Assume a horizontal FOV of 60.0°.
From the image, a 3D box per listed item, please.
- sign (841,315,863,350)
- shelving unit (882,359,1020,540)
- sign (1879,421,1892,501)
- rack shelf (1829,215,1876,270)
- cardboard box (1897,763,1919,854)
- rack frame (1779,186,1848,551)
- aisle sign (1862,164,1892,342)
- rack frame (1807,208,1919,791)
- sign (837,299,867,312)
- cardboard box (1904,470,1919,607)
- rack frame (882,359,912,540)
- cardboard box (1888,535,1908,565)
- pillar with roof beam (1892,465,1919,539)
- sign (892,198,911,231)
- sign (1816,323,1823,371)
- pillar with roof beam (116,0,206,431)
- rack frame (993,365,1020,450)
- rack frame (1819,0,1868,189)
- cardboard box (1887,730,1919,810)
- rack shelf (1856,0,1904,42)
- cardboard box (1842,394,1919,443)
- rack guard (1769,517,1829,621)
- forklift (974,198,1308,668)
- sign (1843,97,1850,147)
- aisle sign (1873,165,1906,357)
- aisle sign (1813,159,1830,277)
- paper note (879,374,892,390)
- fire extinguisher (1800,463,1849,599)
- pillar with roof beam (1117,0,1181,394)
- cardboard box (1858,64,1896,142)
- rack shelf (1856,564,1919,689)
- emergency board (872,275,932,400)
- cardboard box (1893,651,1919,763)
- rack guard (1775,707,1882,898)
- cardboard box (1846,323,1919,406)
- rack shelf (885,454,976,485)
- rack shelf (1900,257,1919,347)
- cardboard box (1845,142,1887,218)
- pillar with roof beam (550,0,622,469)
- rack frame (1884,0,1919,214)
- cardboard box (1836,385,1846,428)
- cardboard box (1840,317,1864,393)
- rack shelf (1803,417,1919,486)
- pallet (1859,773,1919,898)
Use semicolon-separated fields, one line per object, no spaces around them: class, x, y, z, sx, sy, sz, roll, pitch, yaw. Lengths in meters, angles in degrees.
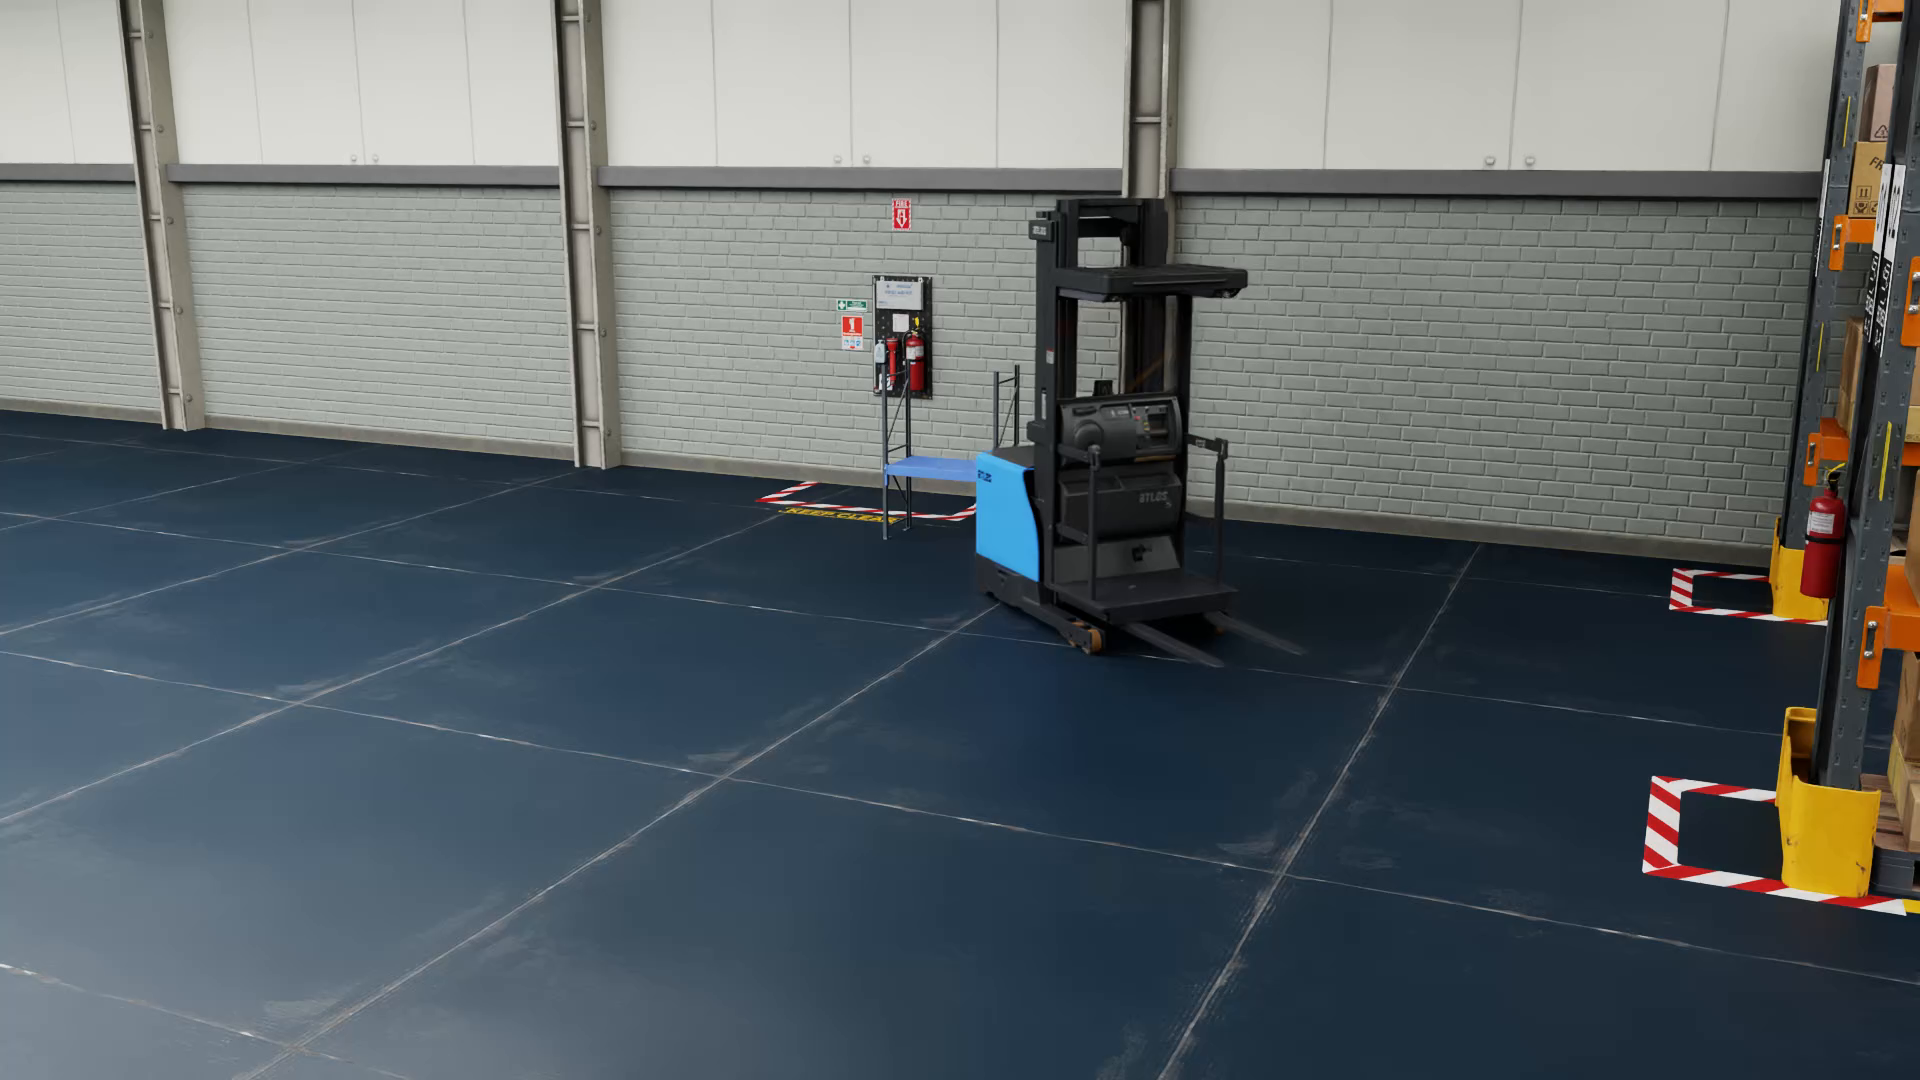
sign;-1.051;-2.022;16.229;0.234;0.329;0.001;6;14;23
shelving unit;-0.078;-0.738;14.117;1.048;1.500;0.538;6;14;23
sign;3.919;-0.334;7.045;0.005;0.325;0.100;6;14;23
rack shelf;7.981;-1.950;11.006;4.000;0.370;1.077;6;14;23
cardboard box;4.550;1.241;7.501;0.500;0.250;0.500;6;14;23
rack frame;6.152;-1.025;12.055;0.127;3.000;1.000;6;14;23
aisle sign;4.208;-1.323;7.635;0.004;0.787;0.394;6;14;23
rack frame;4.149;0.010;7.644;0.127;3.000;1.000;6;14;23
sign;-1.050;-2.278;16.159;0.331;0.109;0.001;6;14;23
cardboard box;4.571;0.008;7.438;0.500;0.500;0.700;6;14;23
rack frame;-0.543;-0.785;14.318;0.032;1.500;0.500;6;14;23
cardboard box;6.749;0.153;11.959;0.500;0.311;0.500;4;14;17
pillar with roof beam;5.399;-3.162;8.032;0.400;9.000;9.100;6;14;23
sign;-0.554;-3.082;15.751;0.199;0.298;0.001;6;14;23
sign;5.933;-1.333;11.473;0.005;0.325;0.100;6;14;23
pillar with roof beam;-11.058;-4.828;15.130;0.400;9.000;9.100;6;14;23
rack frame;0.387;-0.691;13.917;0.032;1.500;0.500;6;14;23
rack frame;6.152;-3.945;11.370;0.127;3.000;1.000;6;14;23
cardboard box;4.759;1.132;7.962;0.500;0.250;0.500;6;14;23
rack shelf;7.981;-3.408;10.664;4.000;0.370;1.077;6;14;23
cardboard box;6.470;-0.850;11.595;0.500;0.250;0.500;5;14;22
rack guard;6.222;0.199;12.311;0.348;0.500;1.175;6;14;23
forklift;1.200;-0.787;11.192;1.130;2.935;3.031;-6;15;-25
sign;5.933;-2.797;11.130;0.005;0.325;0.100;6;14;23
aisle sign;3.965;-1.197;7.101;0.004;0.787;0.394;6;14;23
aisle sign;5.965;-2.234;11.520;0.004;0.787;0.394;6;14;23
paper note;-0.721;-1.534;16.156;0.142;0.148;0.016;6;14;23
fire extinguisher;4.229;-0.060;8.113;0.183;0.674;0.296;6;14;23
pillar with roof beam;-0.087;-3.717;10.398;0.400;9.000;9.100;6;14;23
cardboard box;6.406;-2.944;11.217;0.500;0.500;0.500;5;14;19
rack shelf;5.978;0.546;6.938;4.000;0.370;1.077;6;14;23
emergency board;-0.587;-1.932;15.924;0.643;1.169;0.194;6;14;23
cardboard box;4.760;0.767;7.878;0.500;0.500;0.500;6;14;23
rack guard;4.127;1.225;7.939;0.348;0.500;1.175;6;14;23
cardboard box;6.467;-1.219;11.529;0.500;0.500;0.500;6;14;23
rack shelf;-0.078;-0.563;14.158;1.000;0.185;0.538;6;14;23
rack shelf;5.978;-0.915;6.595;4.000;0.370;1.077;6;14;23
cardboard box;6.357;-2.460;11.345;0.500;0.500;0.500;6;15;25
pillar with roof beam;-5.572;-4.272;12.764;0.400;9.000;9.100;6;14;23
rack frame;4.149;-2.910;6.959;0.127;3.000;1.000;6;14;23
cardboard box;6.658;-0.959;12.058;0.500;0.250;0.500;6;14;24
cardboard box;6.670;-1.327;11.988;0.500;0.500;0.500;6;14;23
rack shelf;7.981;-0.489;11.349;4.000;0.370;1.077;6;14;23
pallet;4.866;1.430;7.699;1.213;0.211;1.003;6;14;23
